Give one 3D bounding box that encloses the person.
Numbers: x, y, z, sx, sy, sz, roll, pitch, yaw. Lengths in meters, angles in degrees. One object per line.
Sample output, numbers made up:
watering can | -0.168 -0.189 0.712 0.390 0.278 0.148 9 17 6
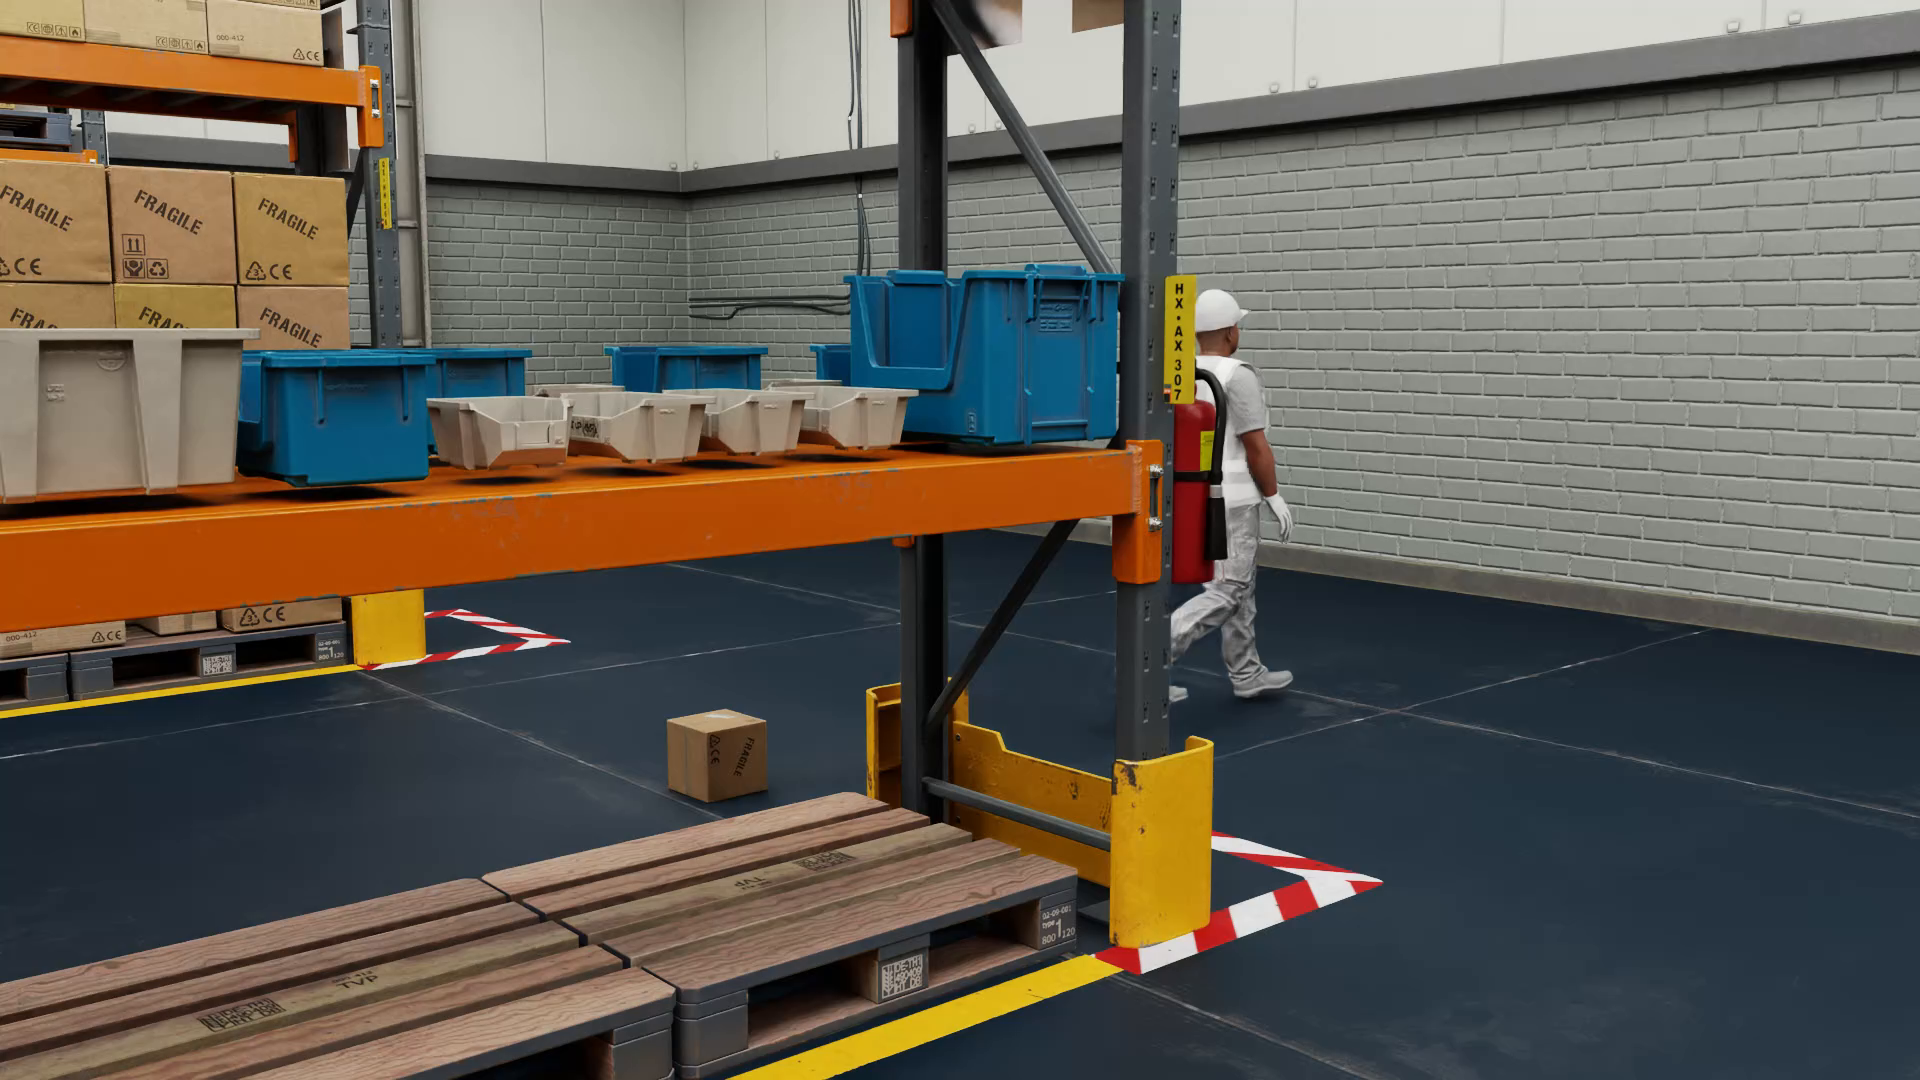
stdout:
person | 1.061 -0.162 6.928 0.993 1.746 0.546 -4 8 -28
